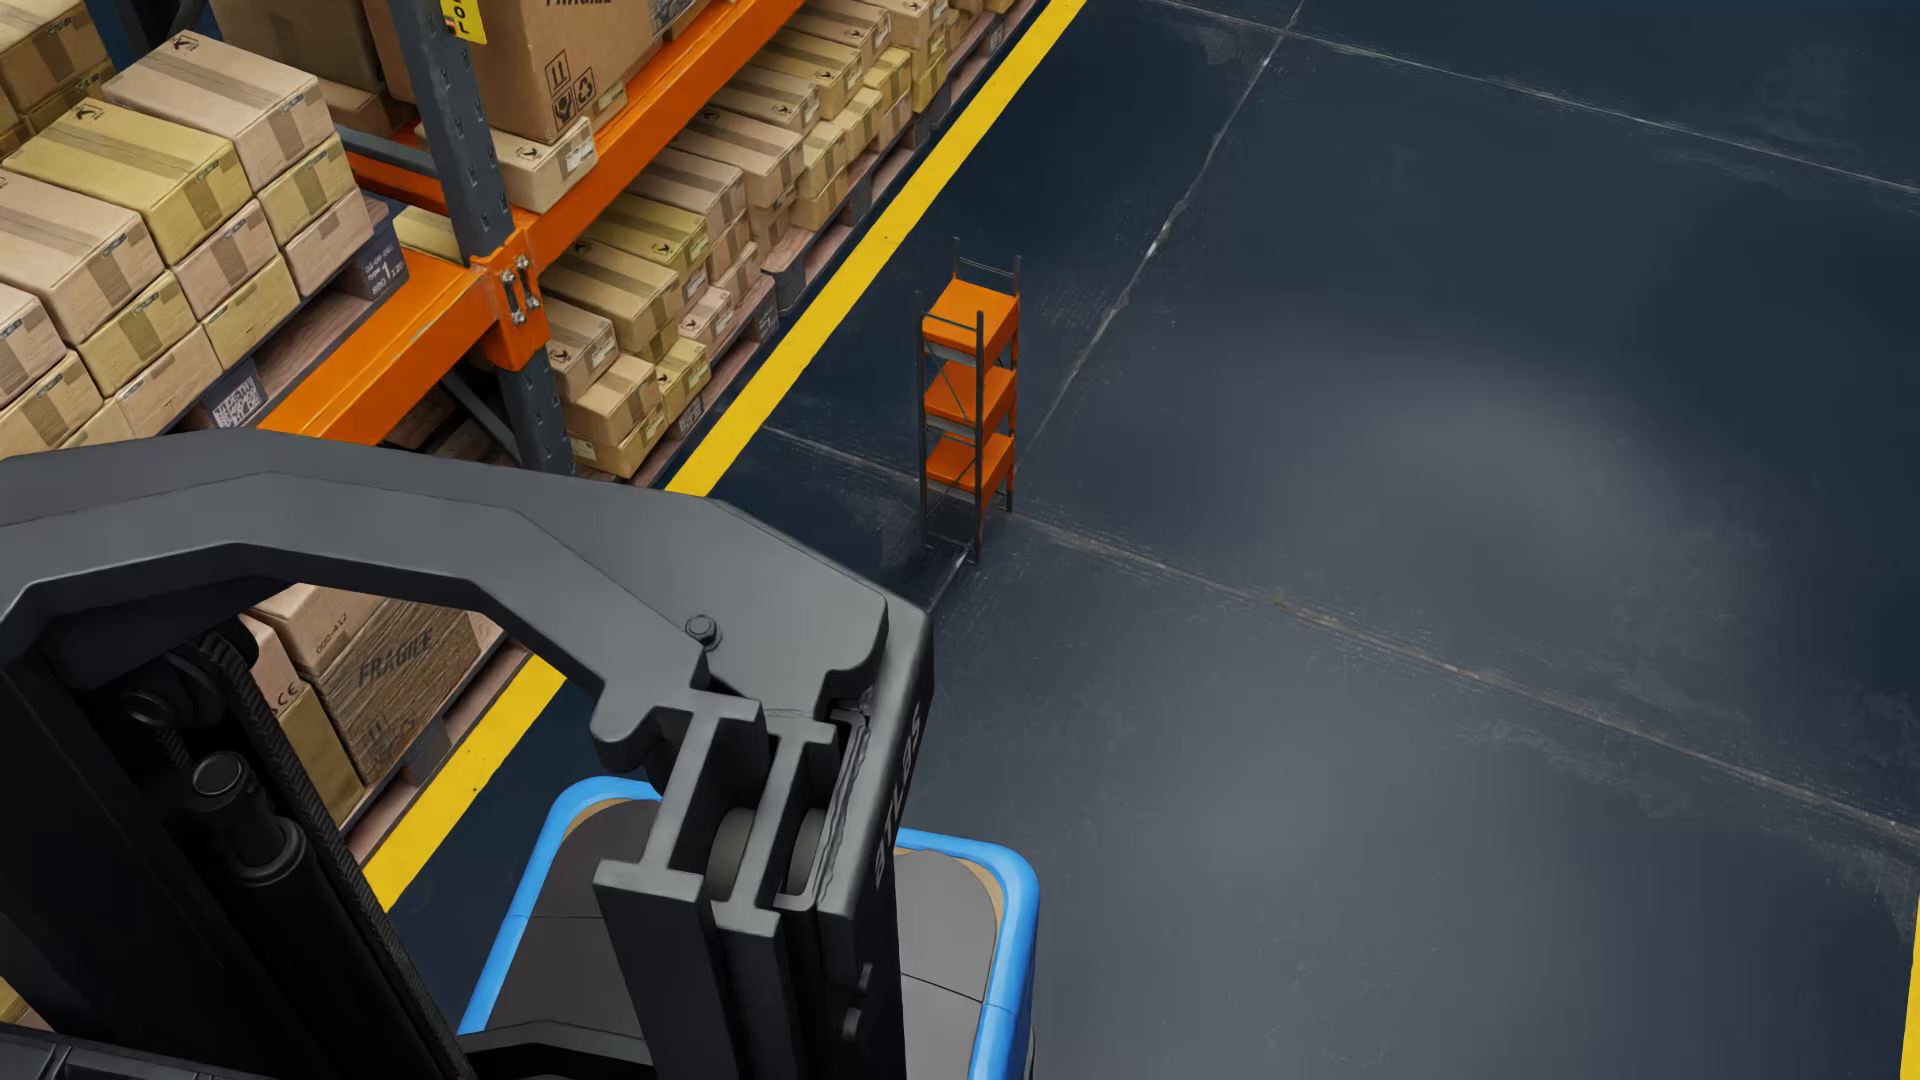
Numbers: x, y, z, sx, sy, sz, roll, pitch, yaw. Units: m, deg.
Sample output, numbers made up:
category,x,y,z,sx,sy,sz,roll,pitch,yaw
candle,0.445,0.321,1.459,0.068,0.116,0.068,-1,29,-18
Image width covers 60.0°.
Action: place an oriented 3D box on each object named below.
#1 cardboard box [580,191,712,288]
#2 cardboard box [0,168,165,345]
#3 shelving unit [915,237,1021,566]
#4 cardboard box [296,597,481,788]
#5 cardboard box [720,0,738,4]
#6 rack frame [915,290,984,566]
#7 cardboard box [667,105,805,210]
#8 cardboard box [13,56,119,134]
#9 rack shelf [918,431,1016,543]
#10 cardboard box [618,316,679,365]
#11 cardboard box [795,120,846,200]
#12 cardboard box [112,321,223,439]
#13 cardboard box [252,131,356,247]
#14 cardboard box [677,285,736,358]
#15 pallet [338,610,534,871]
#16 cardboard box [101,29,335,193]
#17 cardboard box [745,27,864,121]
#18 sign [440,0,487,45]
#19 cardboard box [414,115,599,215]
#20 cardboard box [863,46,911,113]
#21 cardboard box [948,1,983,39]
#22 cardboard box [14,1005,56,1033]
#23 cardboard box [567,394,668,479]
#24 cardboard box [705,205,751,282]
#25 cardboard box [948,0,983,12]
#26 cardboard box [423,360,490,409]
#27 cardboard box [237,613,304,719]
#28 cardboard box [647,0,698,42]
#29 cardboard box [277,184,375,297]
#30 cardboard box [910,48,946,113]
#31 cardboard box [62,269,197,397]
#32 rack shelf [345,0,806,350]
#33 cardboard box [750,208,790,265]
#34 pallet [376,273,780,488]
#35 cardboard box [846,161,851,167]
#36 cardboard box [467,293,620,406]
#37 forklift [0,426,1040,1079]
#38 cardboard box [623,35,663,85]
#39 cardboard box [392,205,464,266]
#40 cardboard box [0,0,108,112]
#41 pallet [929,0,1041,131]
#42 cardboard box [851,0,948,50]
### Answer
category,x,y,z,sx,sy,sz,roll,pitch,yaw
cardboard box,-1.022,-0.951,5.295,0.380,0.149,0.250,19,52,16
cardboard box,-1.812,-0.561,3.256,0.380,0.149,0.250,18,52,15
shelving unit,0.023,-0.377,4.882,0.215,1.050,0.252,20,52,16
cardboard box,-1.680,0.250,4.433,0.500,0.500,0.500,19,52,15
cardboard box,-0.776,-1.763,4.946,0.380,0.149,0.250,21,53,17
rack frame,-0.029,-0.293,4.810,0.200,1.050,0.008,20,52,16
cardboard box,-0.749,-1.287,5.581,0.380,0.149,0.250,21,53,17
cardboard box,-2.175,-1.045,3.864,0.380,0.149,0.250,21,53,17
rack shelf,0.023,-0.190,5.101,0.215,0.259,0.240,20,52,16
cardboard box,-1.120,-0.673,5.254,0.380,0.149,0.250,20,53,16
cardboard box,-0.627,-1.373,5.849,0.380,0.149,0.250,19,52,16
cardboard box,-1.801,-0.382,3.495,0.380,0.149,0.250,20,52,16
cardboard box,-1.583,-0.829,3.679,0.380,0.149,0.250,21,53,17
cardboard box,-0.972,-0.745,5.511,0.380,0.149,0.250,20,52,16
pallet,-1.923,0.425,4.750,1.003,0.211,1.213,20,52,16
cardboard box,-1.586,-0.923,3.565,0.380,0.149,0.250,22,53,18
cardboard box,-0.566,-1.658,5.897,0.380,0.149,0.250,20,52,16
sign,-1.088,-1.213,3.552,0.100,0.325,0.005,20,52,16
cardboard box,-1.174,-1.023,4.316,0.380,0.149,0.250,22,53,17
cardboard box,-0.406,-1.733,6.156,0.380,0.149,0.250,22,53,18
cardboard box,-0.128,-2.188,6.738,0.380,0.149,0.250,20,52,16
cardboard box,-2.122,0.955,3.834,0.500,0.500,0.500,19,52,15
cardboard box,-1.145,-0.374,5.195,0.380,0.149,0.250,18,52,15
cardboard box,-0.931,-1.038,5.564,0.380,0.149,0.250,17,52,14
cardboard box,-0.070,-2.264,6.608,0.380,0.149,0.250,18,52,15
cardboard box,-1.732,-0.609,5.395,0.380,0.149,0.250,20,53,17
cardboard box,-1.912,0.360,3.847,0.500,0.250,0.500,22,53,18
cardboard box,-0.947,-1.747,4.506,0.500,0.500,0.500,20,52,16
cardboard box,-1.582,-0.732,3.793,0.380,0.149,0.250,19,52,15
cardboard box,-0.274,-1.818,6.423,0.380,0.149,0.250,18,52,14
cardboard box,-1.803,-0.477,3.380,0.380,0.149,0.250,22,53,18
rack shelf,-0.737,-2.160,5.591,1.077,0.370,4.000,20,52,16
cardboard box,-0.826,-1.133,5.841,0.380,0.149,0.250,18,52,15
pallet,-1.336,-0.586,5.610,1.003,0.211,1.213,20,52,16
cardboard box,-0.585,-1.486,6.141,0.380,0.149,0.250,21,53,17
cardboard box,-1.257,-0.591,4.988,0.380,0.149,0.250,22,53,18
forklift,-0.621,1.398,2.136,1.130,2.935,3.031,9,50,7
cardboard box,-1.065,-1.426,4.658,0.380,0.149,0.250,18,52,15
cardboard box,-1.601,-0.939,5.285,0.380,0.149,0.250,20,53,17
cardboard box,-2.175,-1.142,3.750,0.380,0.149,0.250,22,53,18
pallet,-0.294,-2.266,7.040,1.003,0.211,1.213,20,52,16
cardboard box,-0.267,-1.993,6.182,0.380,0.149,0.250,22,53,17
